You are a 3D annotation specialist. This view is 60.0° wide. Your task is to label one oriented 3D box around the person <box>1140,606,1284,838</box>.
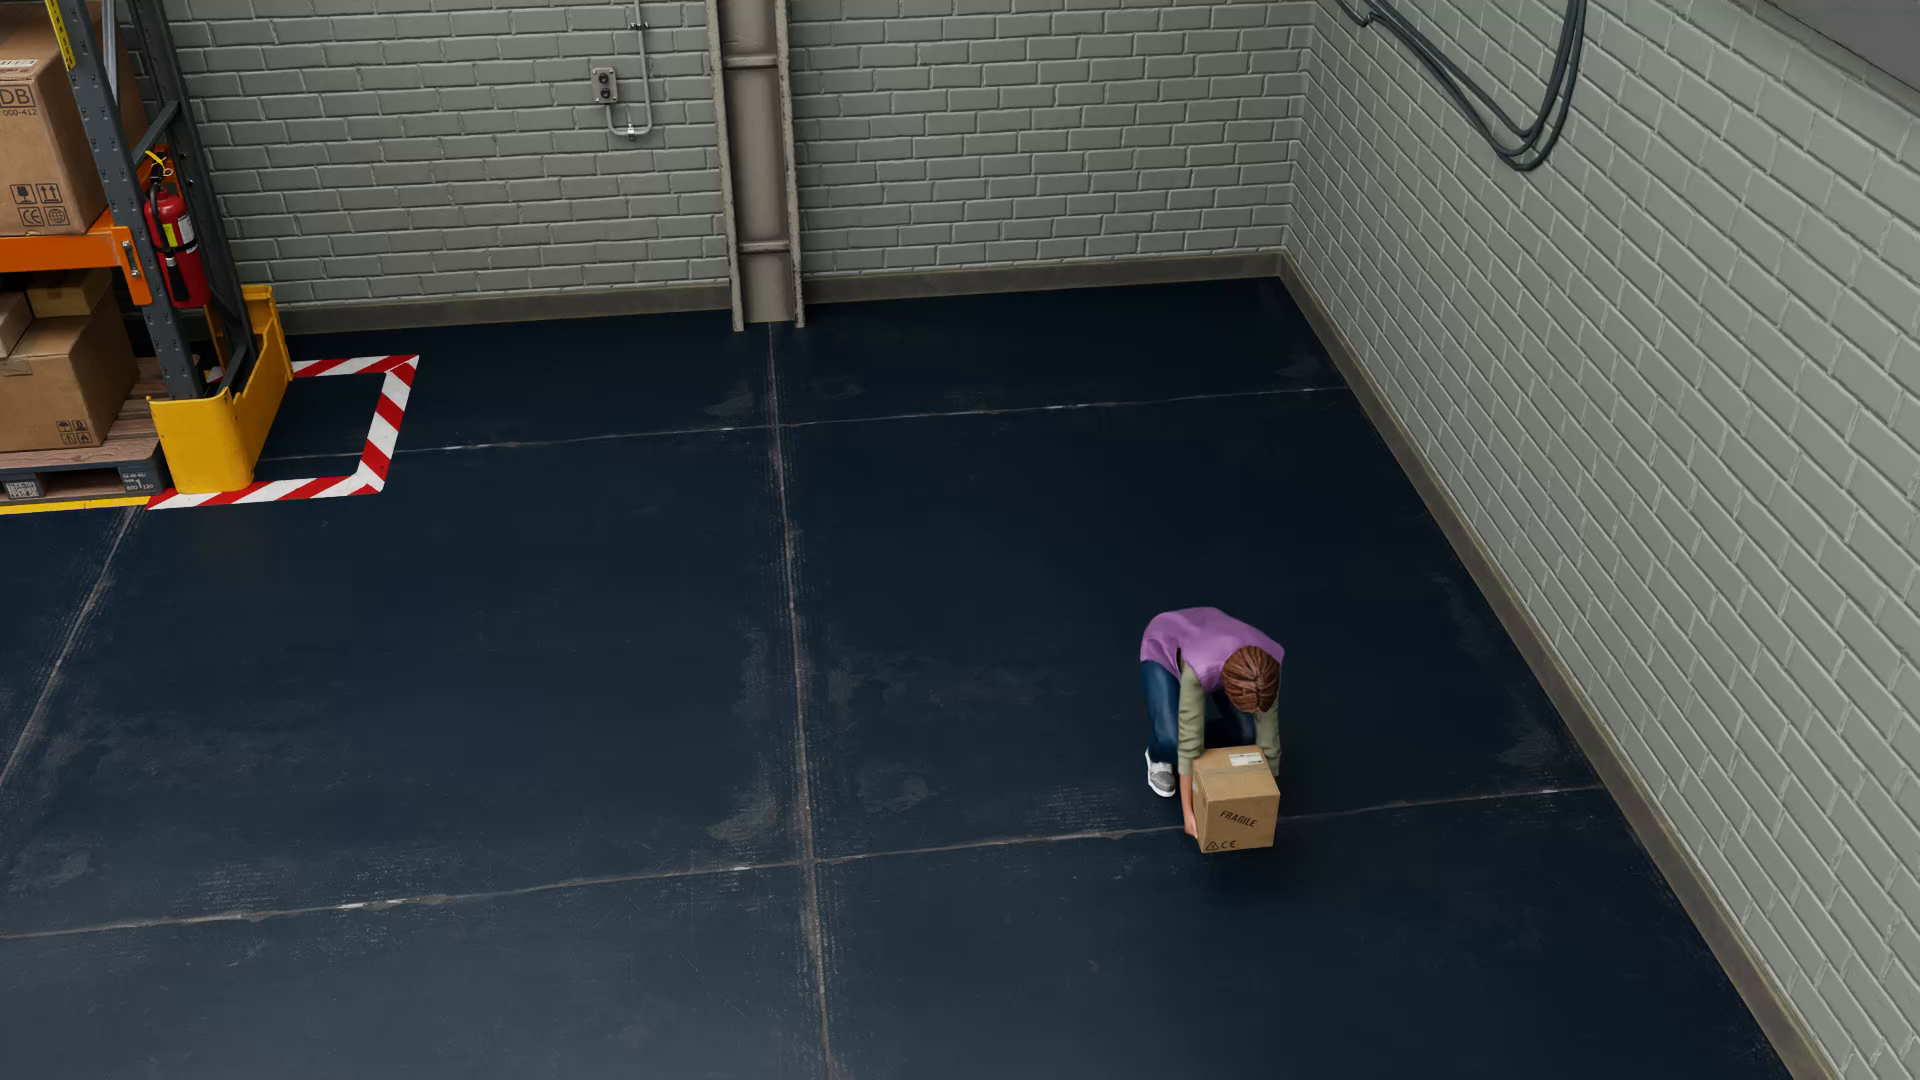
[{"bbox_3d":[0.892,0.598,5.924,0.421,0.893,0.844,-5,36,-7],"label":"person"}]
